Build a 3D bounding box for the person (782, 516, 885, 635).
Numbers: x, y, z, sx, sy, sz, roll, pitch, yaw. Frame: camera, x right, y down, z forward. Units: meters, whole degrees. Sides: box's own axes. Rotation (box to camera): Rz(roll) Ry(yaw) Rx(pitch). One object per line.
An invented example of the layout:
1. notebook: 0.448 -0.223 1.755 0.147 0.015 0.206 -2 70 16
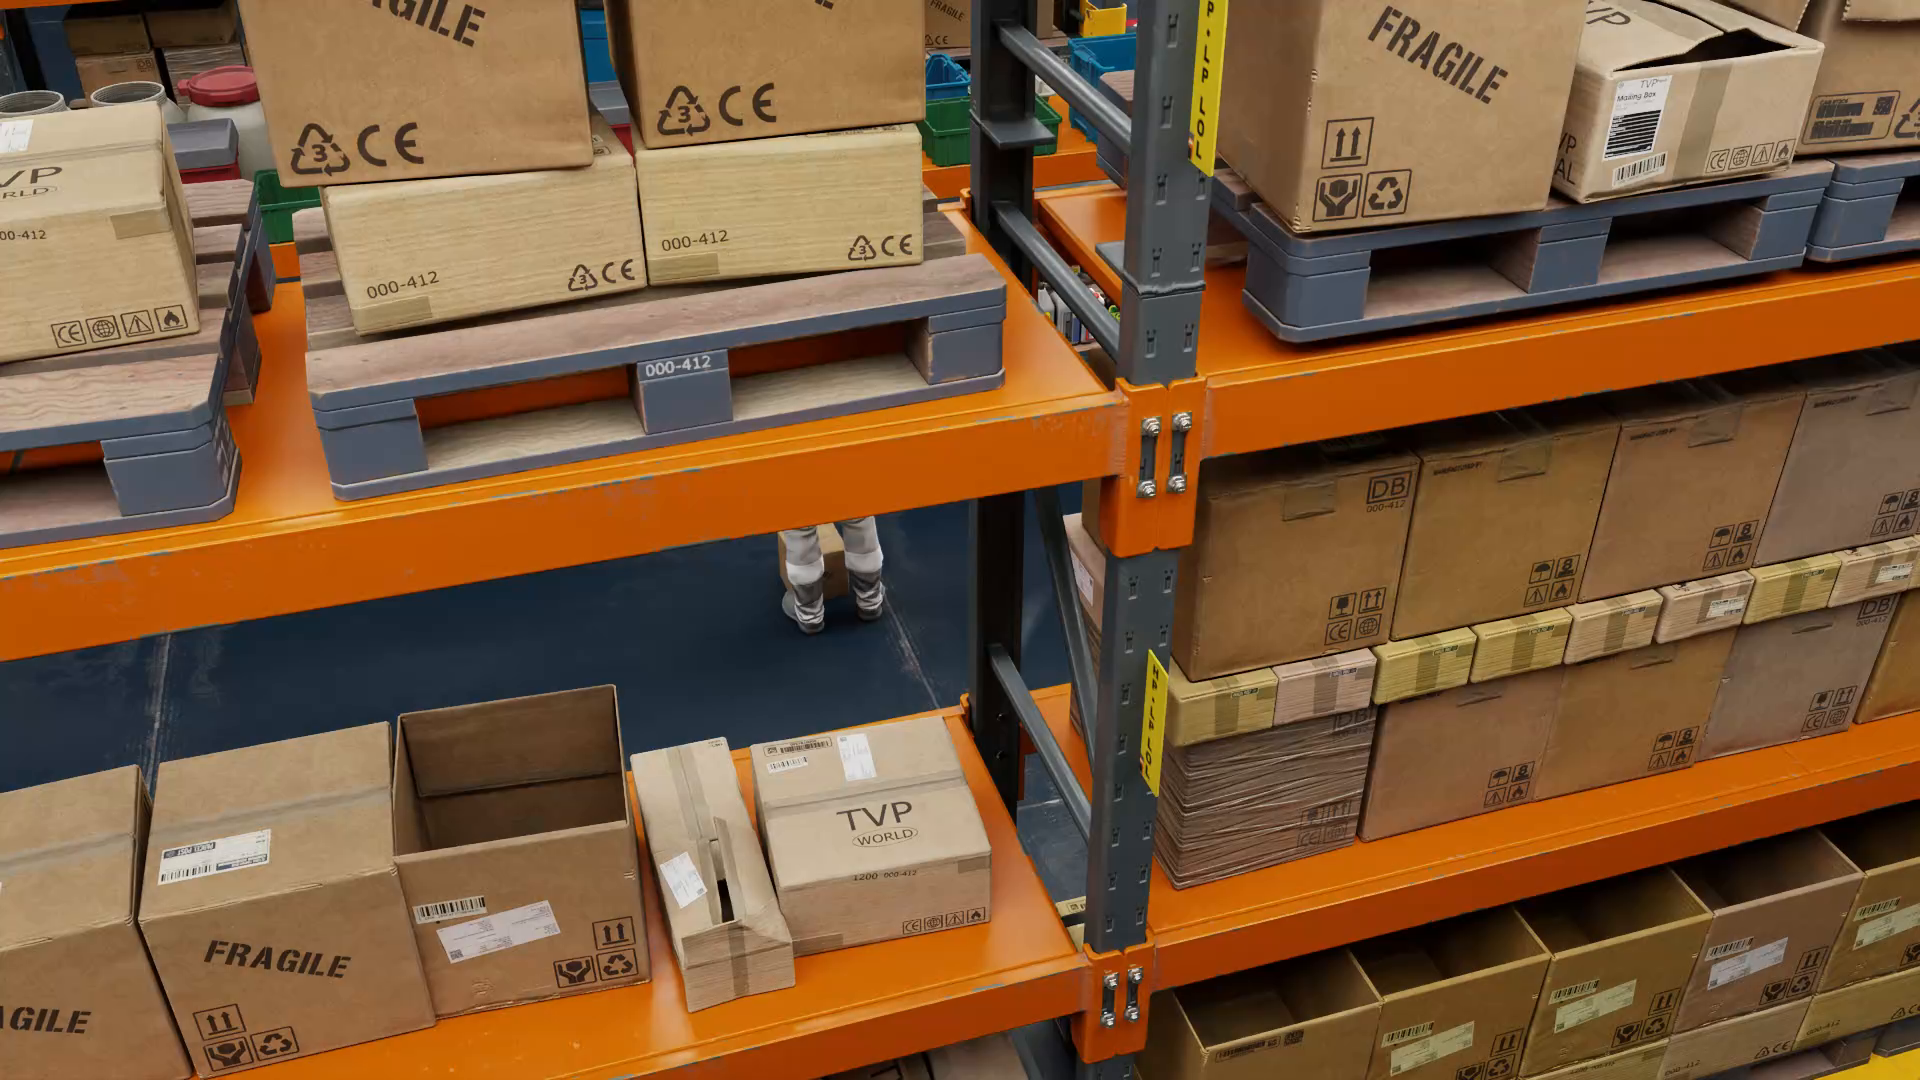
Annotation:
1. person: -0.569 -0.419 6.757 0.581 1.780 0.449 -10 35 -15
